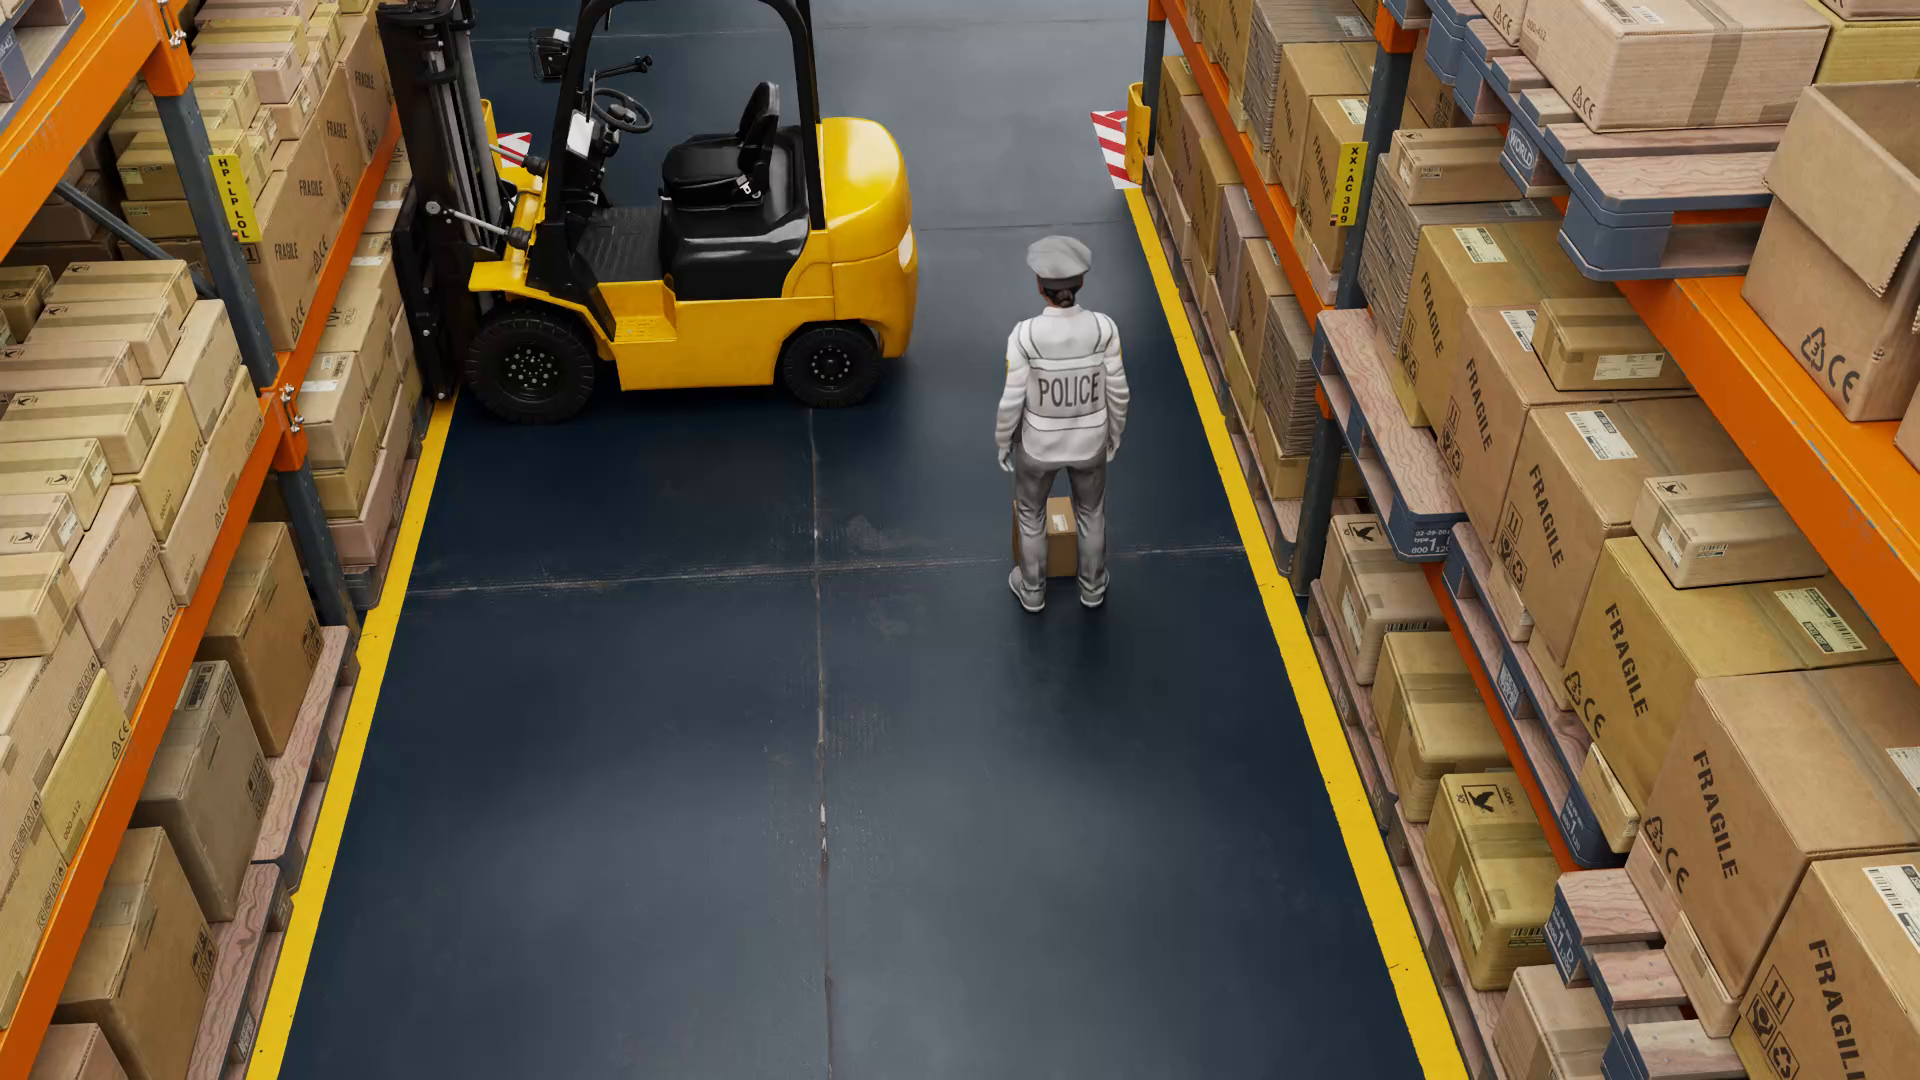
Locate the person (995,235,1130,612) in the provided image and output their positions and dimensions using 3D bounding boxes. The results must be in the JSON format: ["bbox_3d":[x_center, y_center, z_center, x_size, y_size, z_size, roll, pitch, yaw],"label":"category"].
[{"bbox_3d":[0.399,-0.401,6.642,0.529,1.662,0.375,-5,40,-6],"label":"person"}]
